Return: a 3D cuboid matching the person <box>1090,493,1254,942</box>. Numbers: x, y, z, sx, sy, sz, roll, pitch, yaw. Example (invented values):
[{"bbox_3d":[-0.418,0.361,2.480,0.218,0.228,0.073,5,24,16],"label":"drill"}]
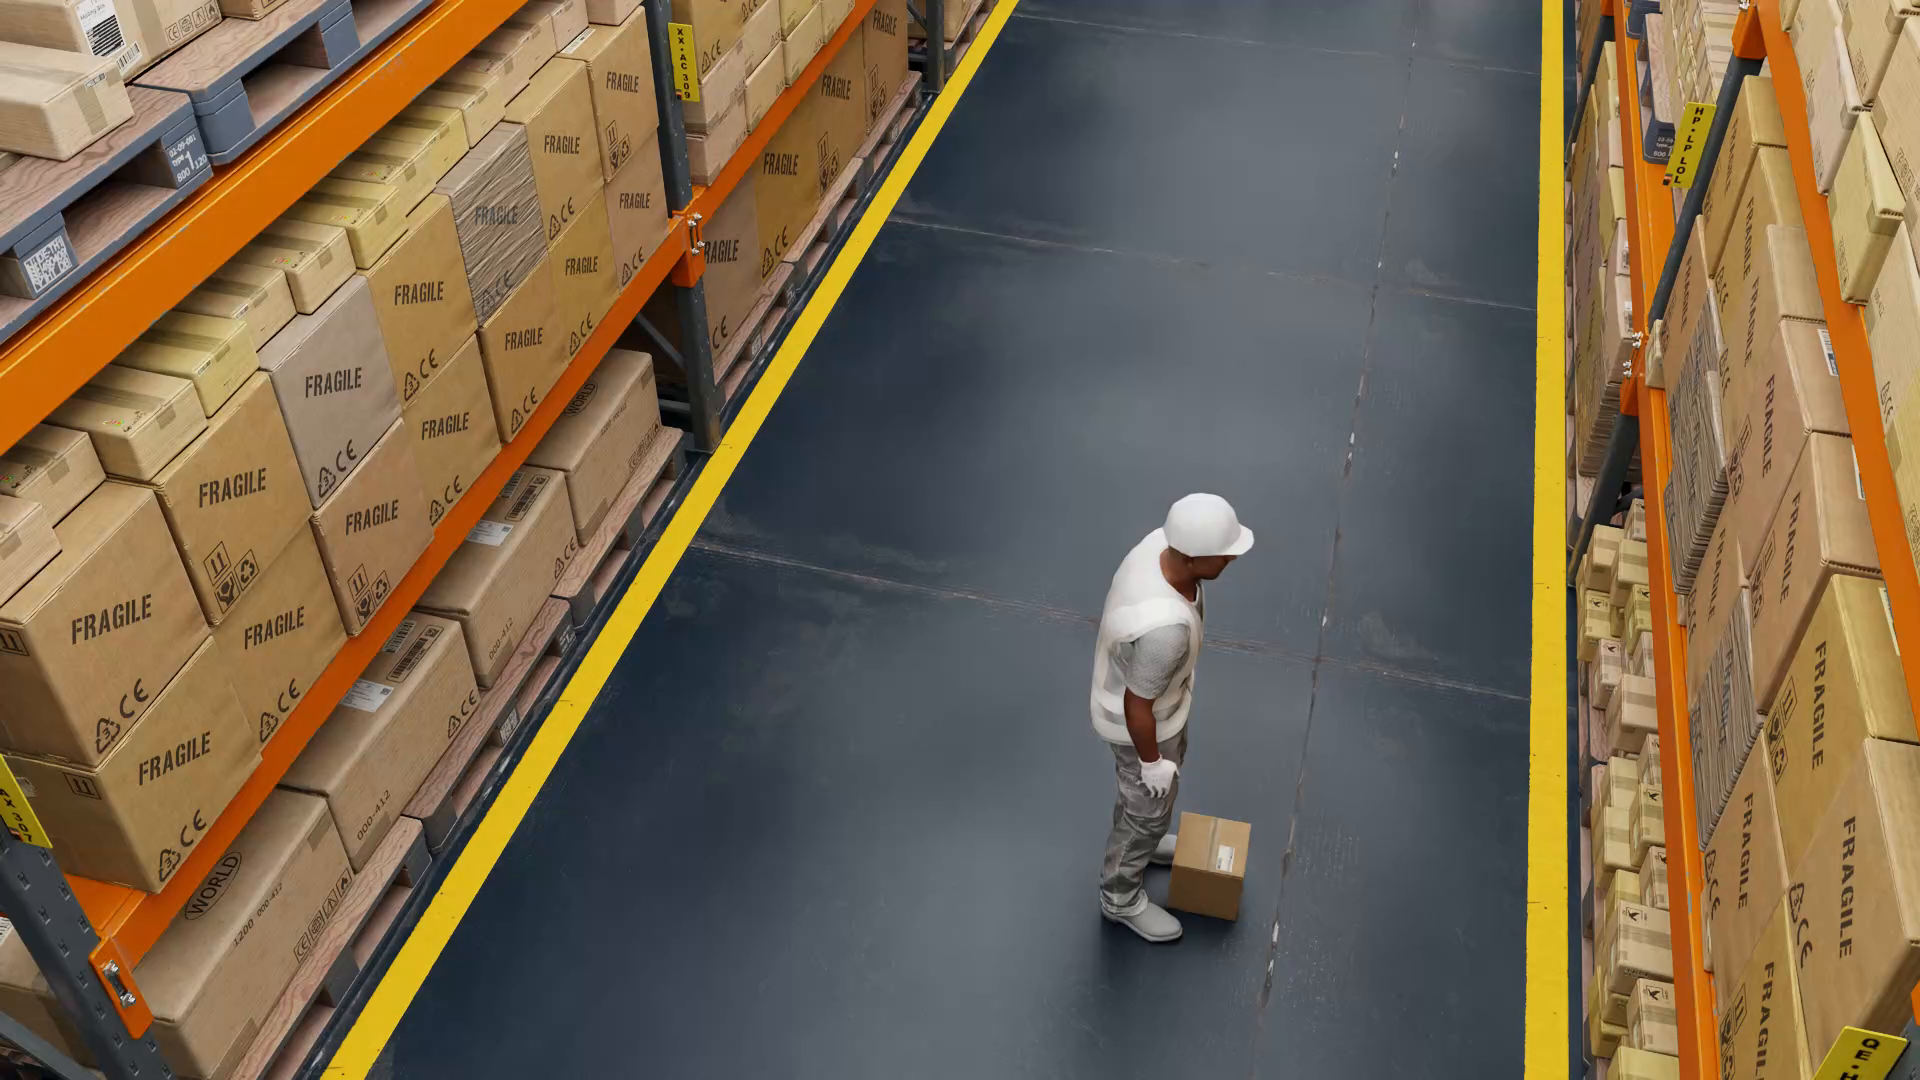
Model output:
[{"bbox_3d":[0.658,0.559,5.499,0.449,1.773,0.608,8,41,10],"label":"person"}]
